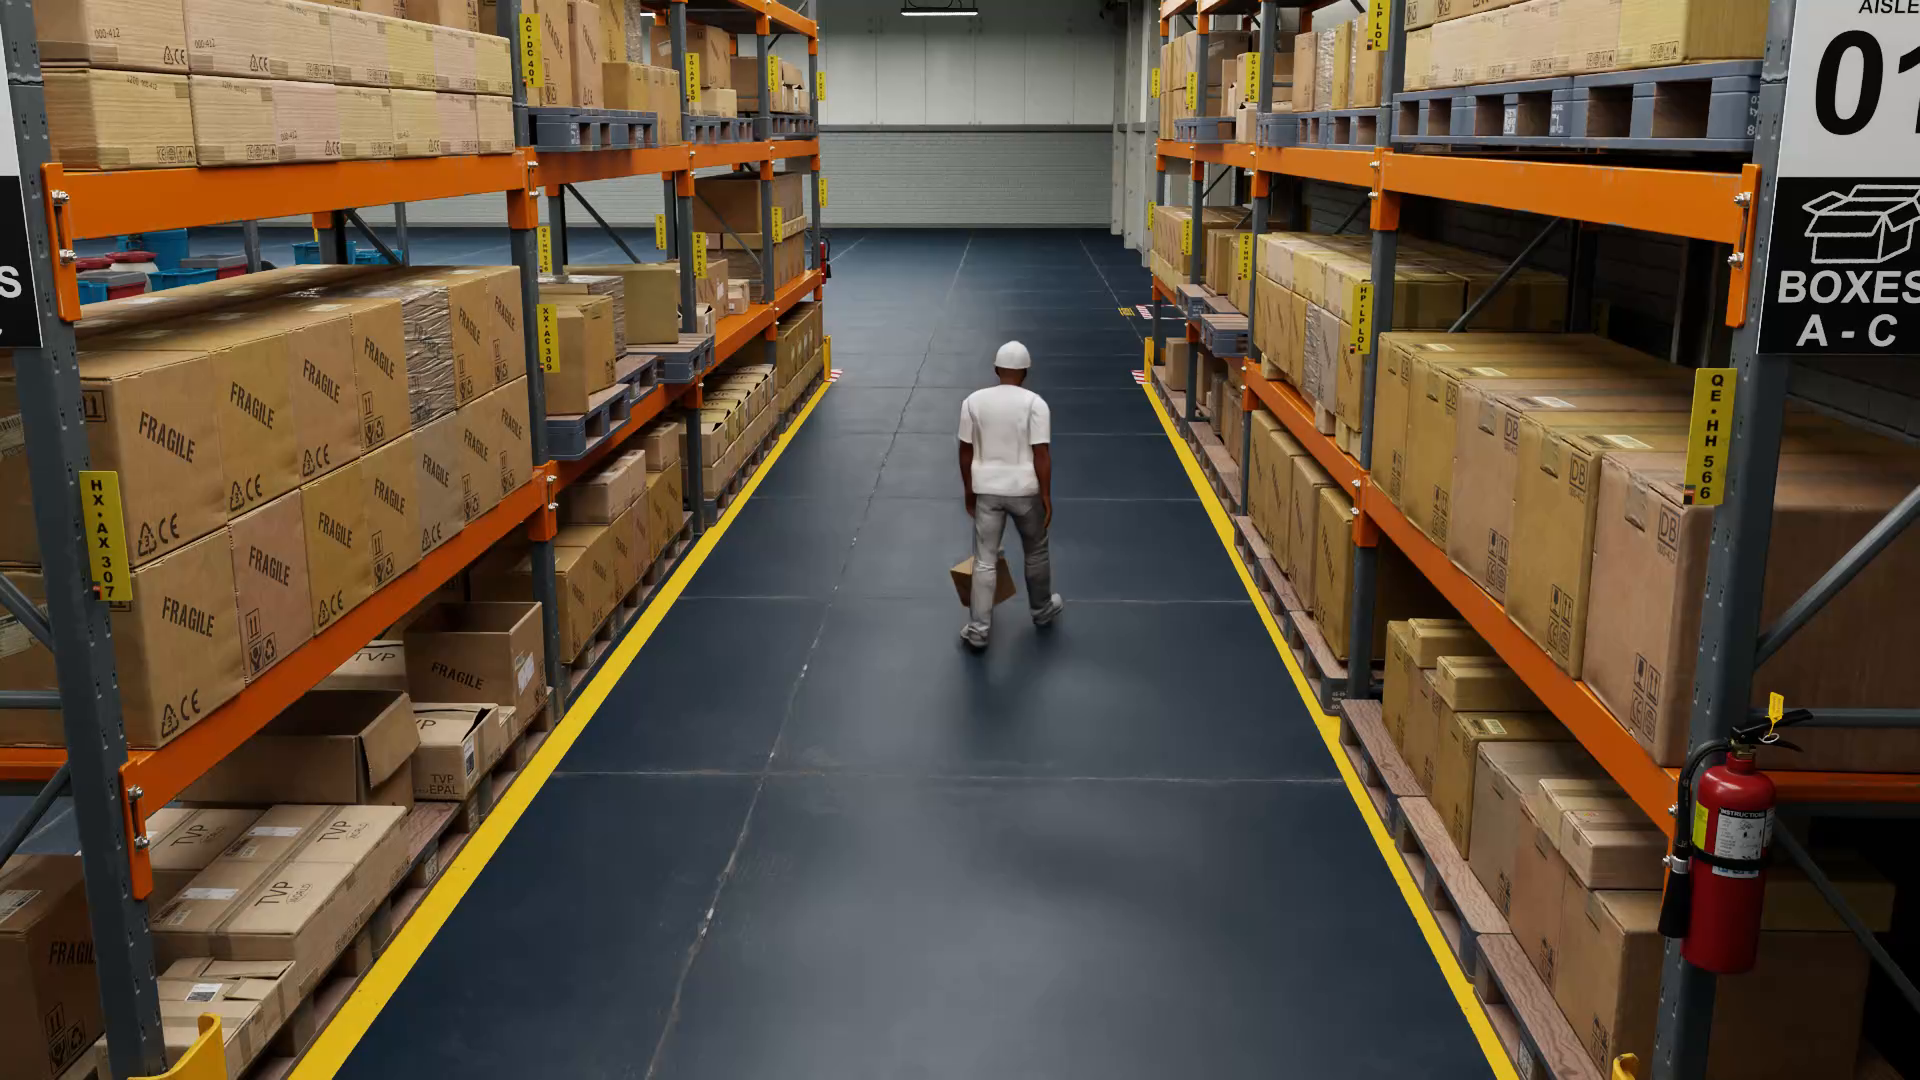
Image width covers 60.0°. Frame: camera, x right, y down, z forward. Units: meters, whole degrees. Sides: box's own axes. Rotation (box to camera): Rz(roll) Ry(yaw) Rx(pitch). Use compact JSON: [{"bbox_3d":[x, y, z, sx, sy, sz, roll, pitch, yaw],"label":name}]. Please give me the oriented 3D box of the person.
[{"bbox_3d":[0.278,-0.288,9.685,0.601,1.728,0.951,4,14,17],"label":"person"}]
